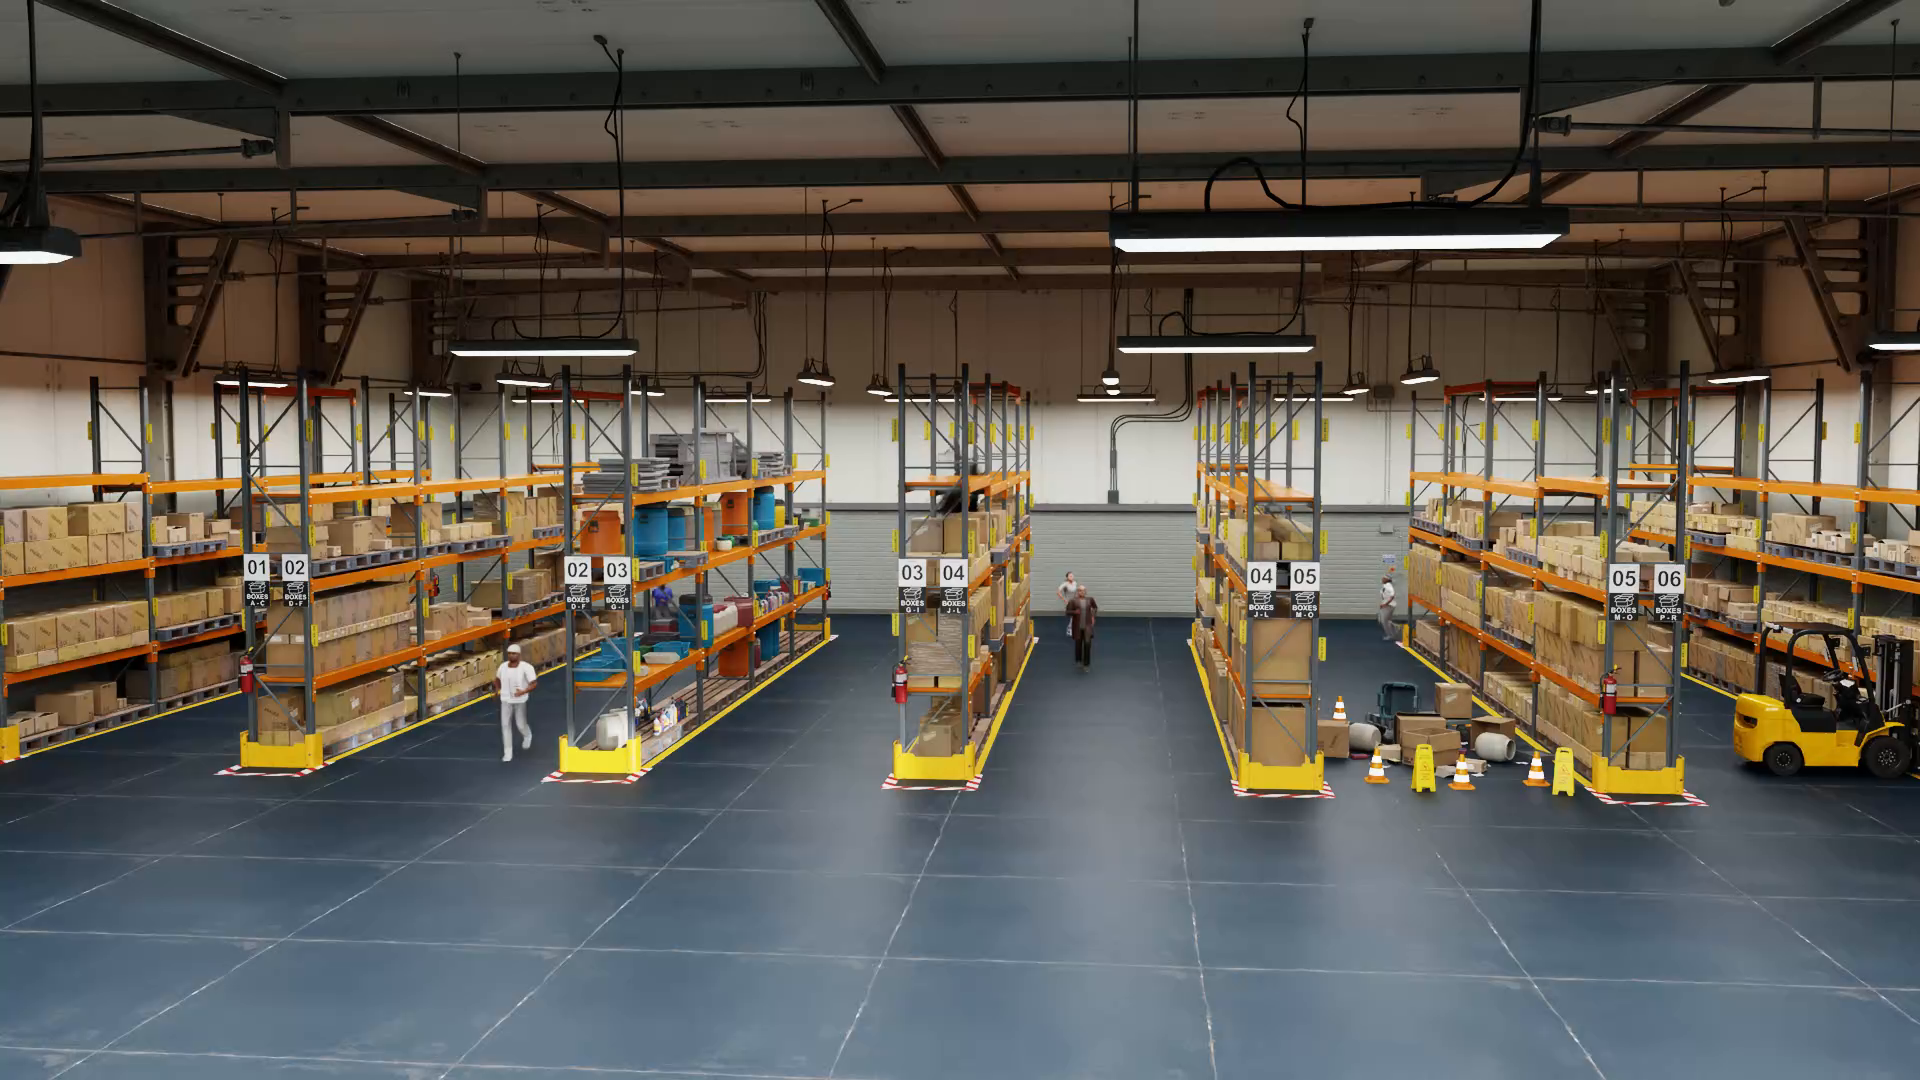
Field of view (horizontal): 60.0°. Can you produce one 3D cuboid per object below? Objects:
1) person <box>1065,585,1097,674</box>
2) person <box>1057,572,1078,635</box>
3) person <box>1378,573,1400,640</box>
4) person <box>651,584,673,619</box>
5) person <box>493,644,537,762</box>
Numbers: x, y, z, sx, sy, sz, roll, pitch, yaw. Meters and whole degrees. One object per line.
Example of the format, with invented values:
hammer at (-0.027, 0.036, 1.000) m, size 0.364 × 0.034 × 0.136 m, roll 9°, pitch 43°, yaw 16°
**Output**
person at (2.555, 1.867, 34.924) m, size 0.692 × 1.841 × 0.842 m, roll 0°, pitch 4°, yaw 0°
person at (2.723, 1.586, 40.644) m, size 0.643 × 1.645 × 0.575 m, roll 4°, pitch 5°, yaw 44°
person at (10.410, 1.608, 40.286) m, size 0.540 × 1.641 × 0.555 m, roll 0°, pitch 4°, yaw 4°
person at (-6.946, 1.702, 38.708) m, size 0.546 × 1.716 × 0.746 m, roll 0°, pitch 4°, yaw -5°
person at (-6.850, 2.473, 25.595) m, size 0.726 × 1.751 × 0.904 m, roll 0°, pitch 4°, yaw 4°
